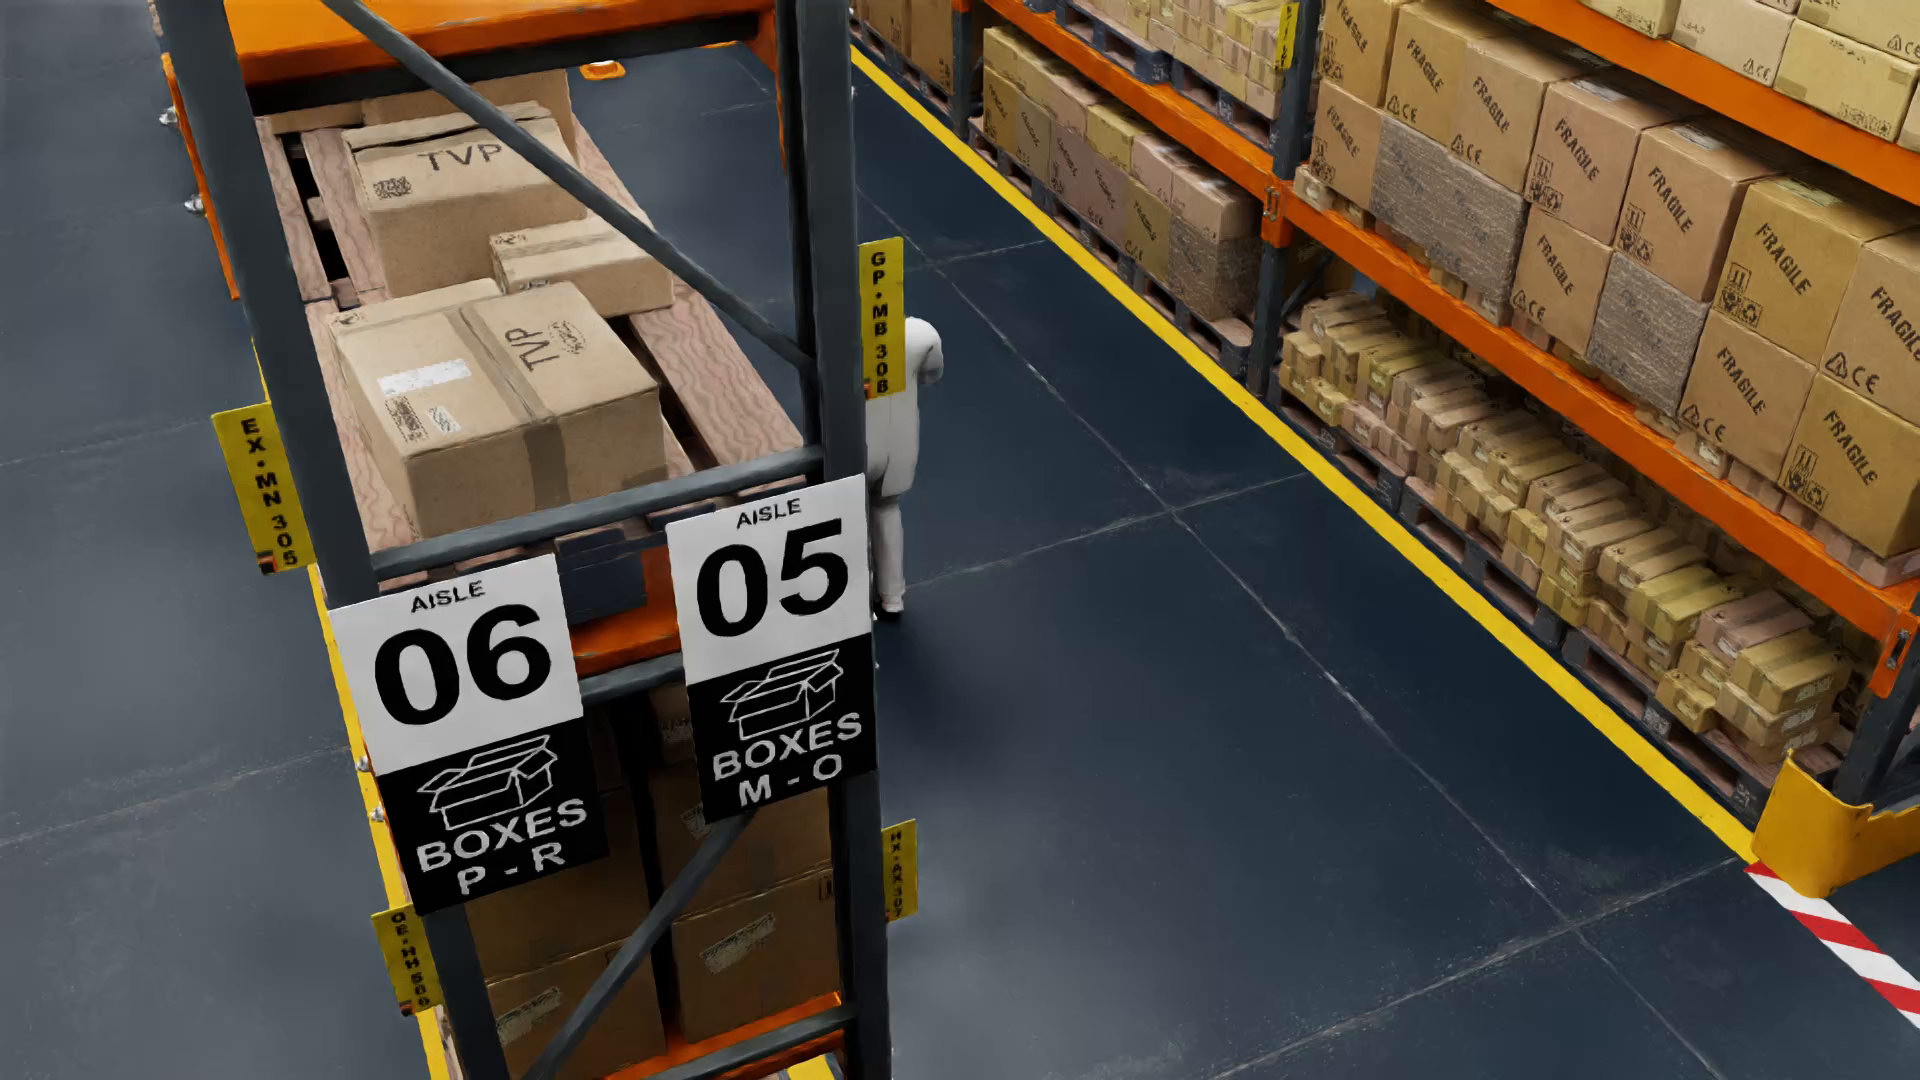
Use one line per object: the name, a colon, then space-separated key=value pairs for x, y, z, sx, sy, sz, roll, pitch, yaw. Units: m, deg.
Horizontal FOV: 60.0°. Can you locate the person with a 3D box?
person: x=-0.395 y=-0.441 z=7.504 sx=0.685 sy=1.777 sz=0.733 roll=-15 pitch=39 yaw=-20
